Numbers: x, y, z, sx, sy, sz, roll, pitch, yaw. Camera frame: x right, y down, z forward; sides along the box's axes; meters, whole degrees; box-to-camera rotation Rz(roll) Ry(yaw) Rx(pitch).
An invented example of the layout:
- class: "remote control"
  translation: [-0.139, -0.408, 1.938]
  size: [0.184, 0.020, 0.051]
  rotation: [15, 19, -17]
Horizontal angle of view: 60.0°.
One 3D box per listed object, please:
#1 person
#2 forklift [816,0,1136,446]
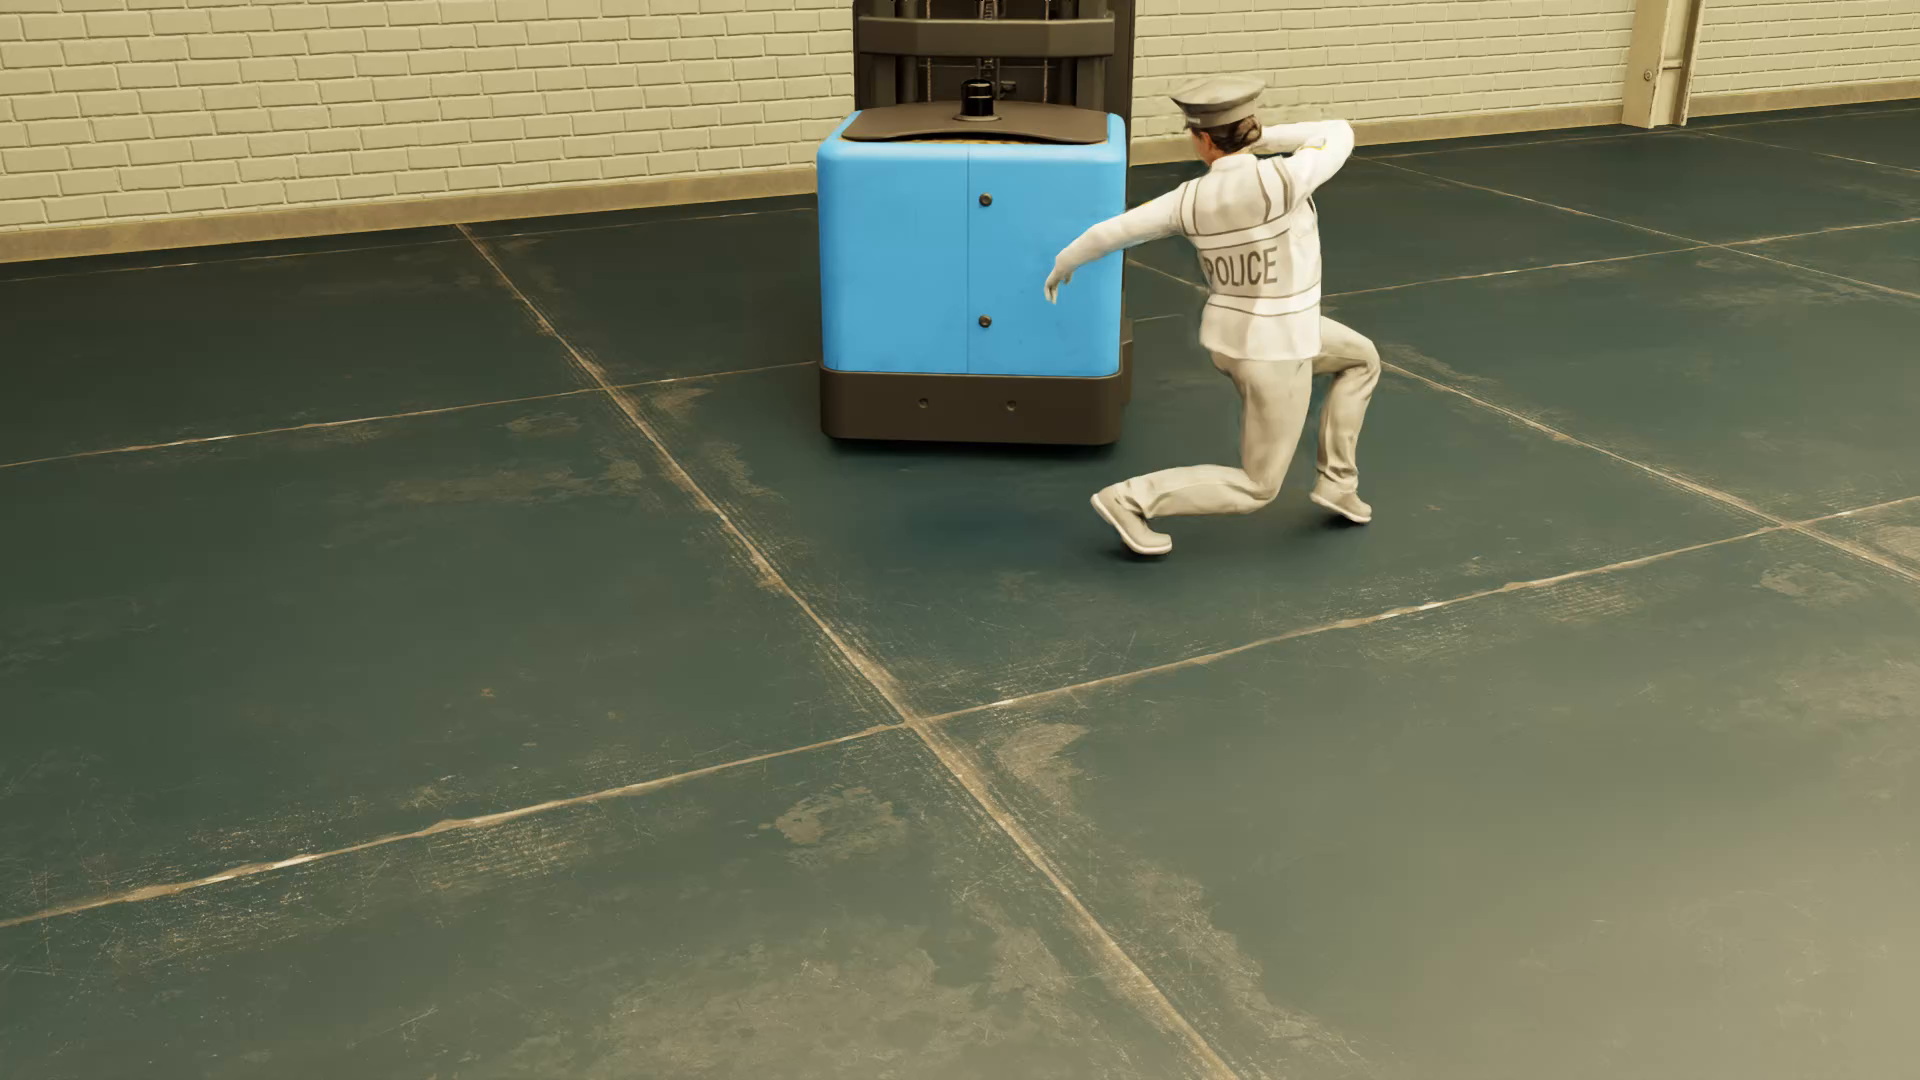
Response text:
- class: "person"
  translation: [0.774, -0.697, 4.993]
  size: [0.950, 1.384, 0.823]
  rotation: [-12, 25, -26]
- class: "forklift"
  translation: [0.151, -2.202, 6.588]
  size: [1.130, 2.935, 3.031]
  rotation: [2, 23, 4]
